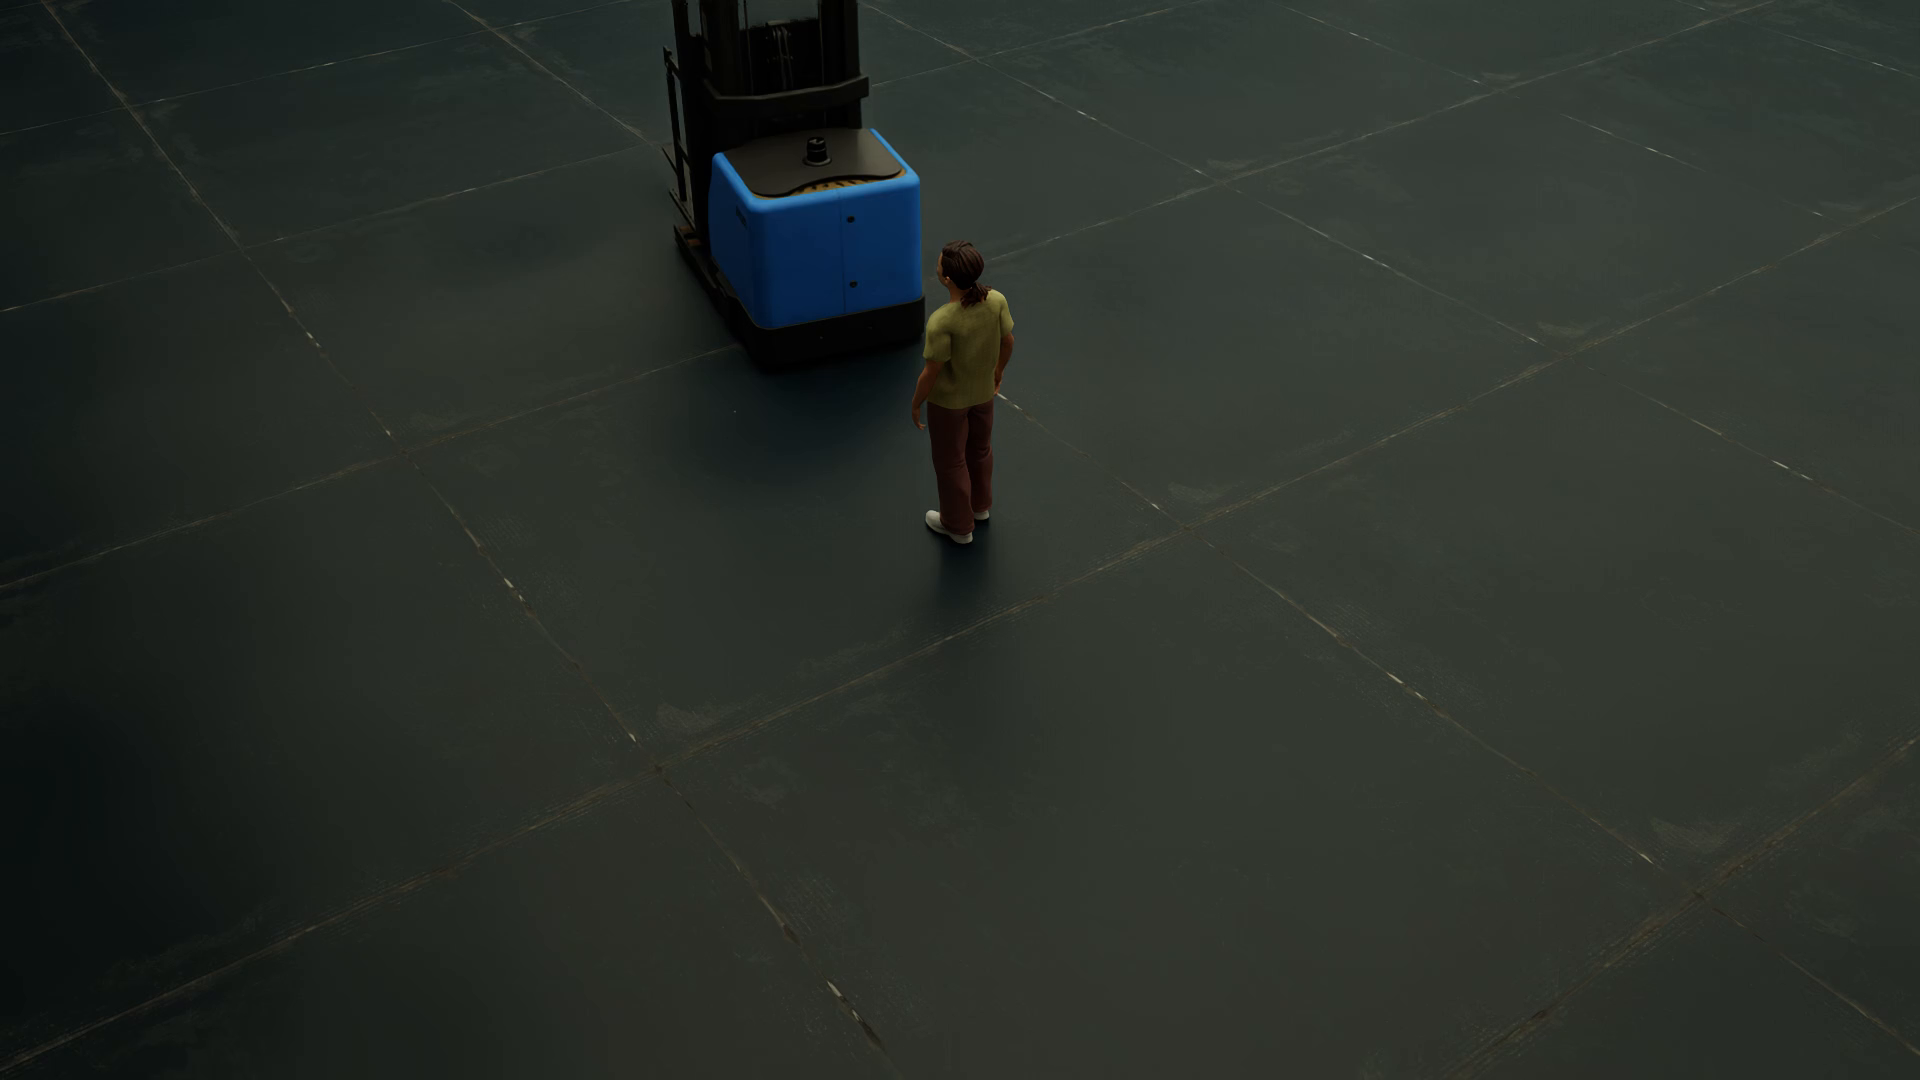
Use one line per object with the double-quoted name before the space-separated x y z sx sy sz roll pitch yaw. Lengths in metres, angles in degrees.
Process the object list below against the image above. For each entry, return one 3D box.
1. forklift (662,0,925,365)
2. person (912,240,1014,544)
"forklift" -1.237 -3.066 10.092 1.130 2.935 3.031 -14 39 -18
"person" -0.033 -0.720 7.961 0.553 1.673 0.548 -23 42 -28
